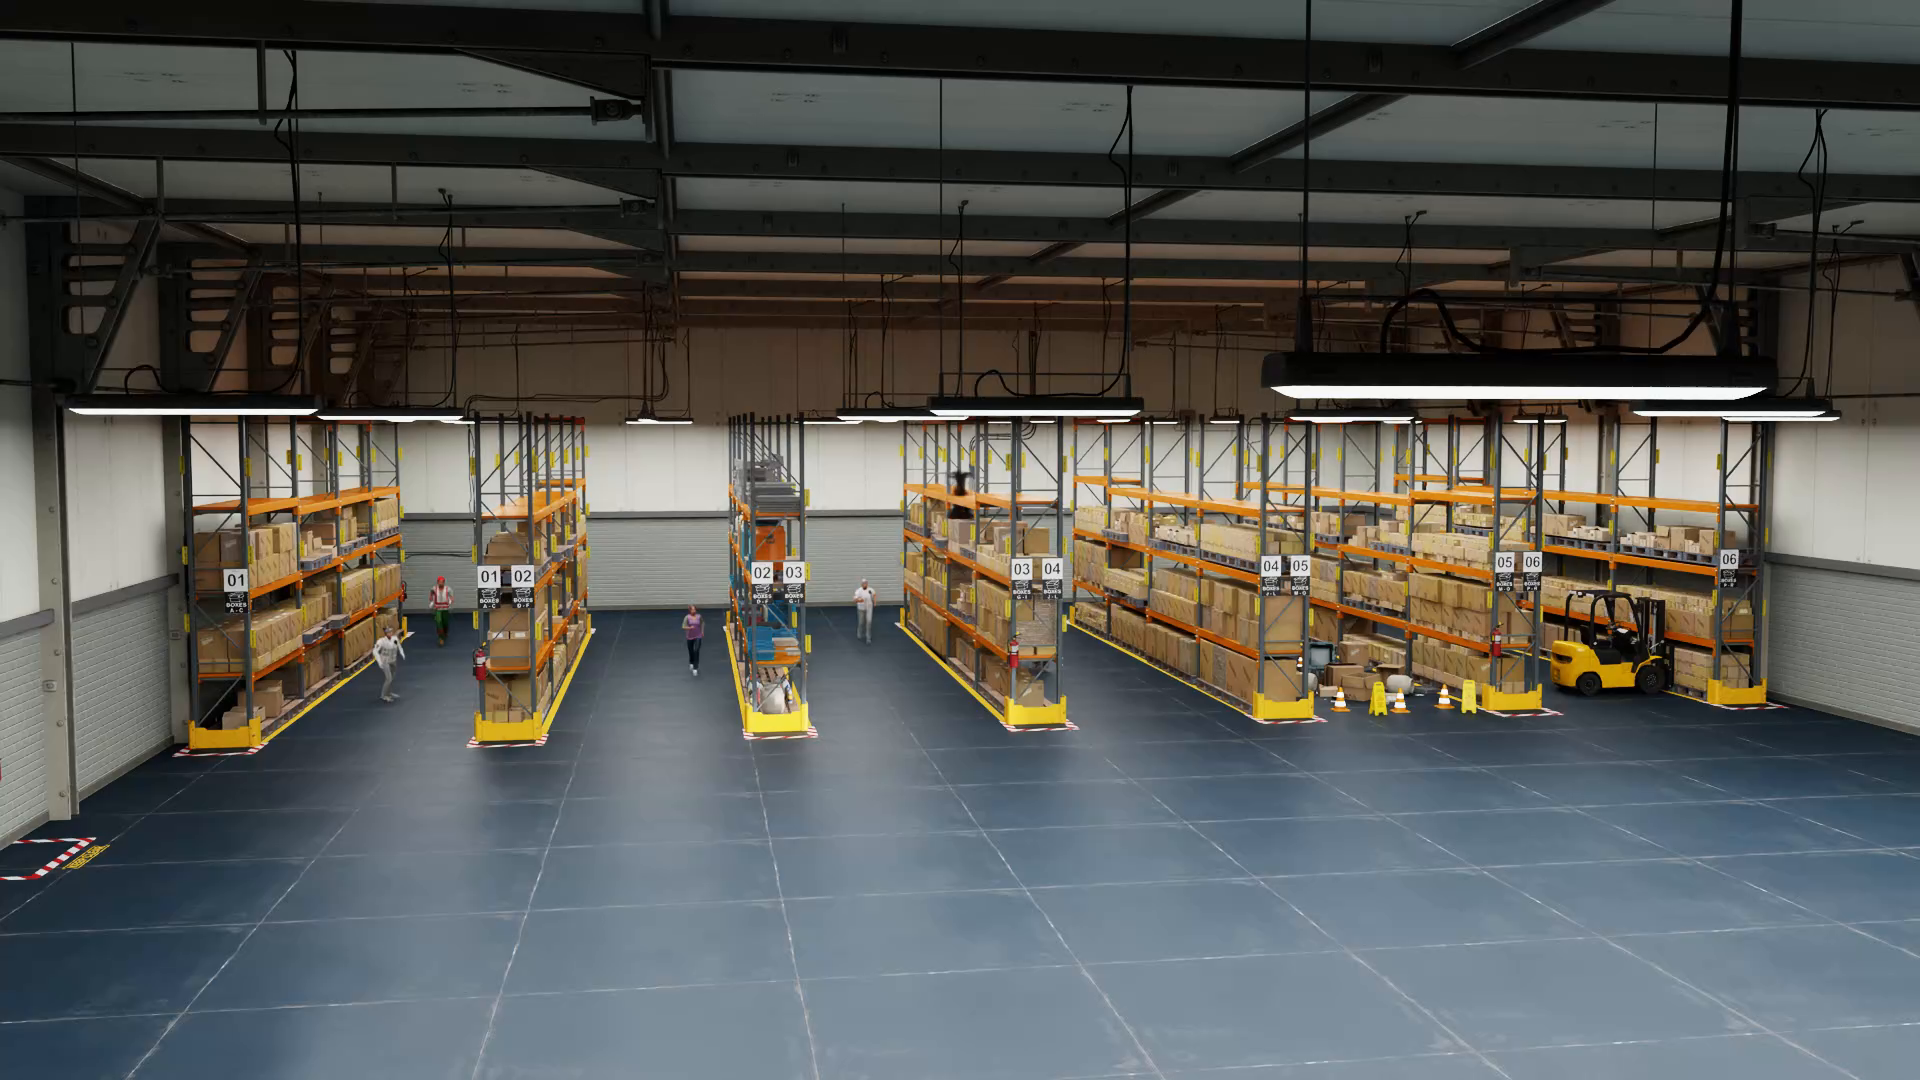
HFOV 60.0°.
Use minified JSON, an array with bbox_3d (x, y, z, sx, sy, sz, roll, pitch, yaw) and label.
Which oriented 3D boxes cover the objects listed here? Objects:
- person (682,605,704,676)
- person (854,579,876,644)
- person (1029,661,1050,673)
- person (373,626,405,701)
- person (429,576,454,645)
[{"bbox_3d":[-6.162,2.287,38.418,0.504,1.609,0.861,-1,4,-8],"label":"person"},{"bbox_3d":[-2.534,1.881,44.405,0.605,1.709,0.901,0,4,-5],"label":"person"},{"bbox_3d":[1.992,2.213,38.734,0.736,1.767,0.710,0,4,-2],"label":"person"},{"bbox_3d":[-11.934,2.573,34.849,0.757,1.619,0.635,2,4,30],"label":"person"},{"bbox_3d":[-13.720,1.841,44.018,0.628,1.785,0.993,-1,4,-16],"label":"person"}]
